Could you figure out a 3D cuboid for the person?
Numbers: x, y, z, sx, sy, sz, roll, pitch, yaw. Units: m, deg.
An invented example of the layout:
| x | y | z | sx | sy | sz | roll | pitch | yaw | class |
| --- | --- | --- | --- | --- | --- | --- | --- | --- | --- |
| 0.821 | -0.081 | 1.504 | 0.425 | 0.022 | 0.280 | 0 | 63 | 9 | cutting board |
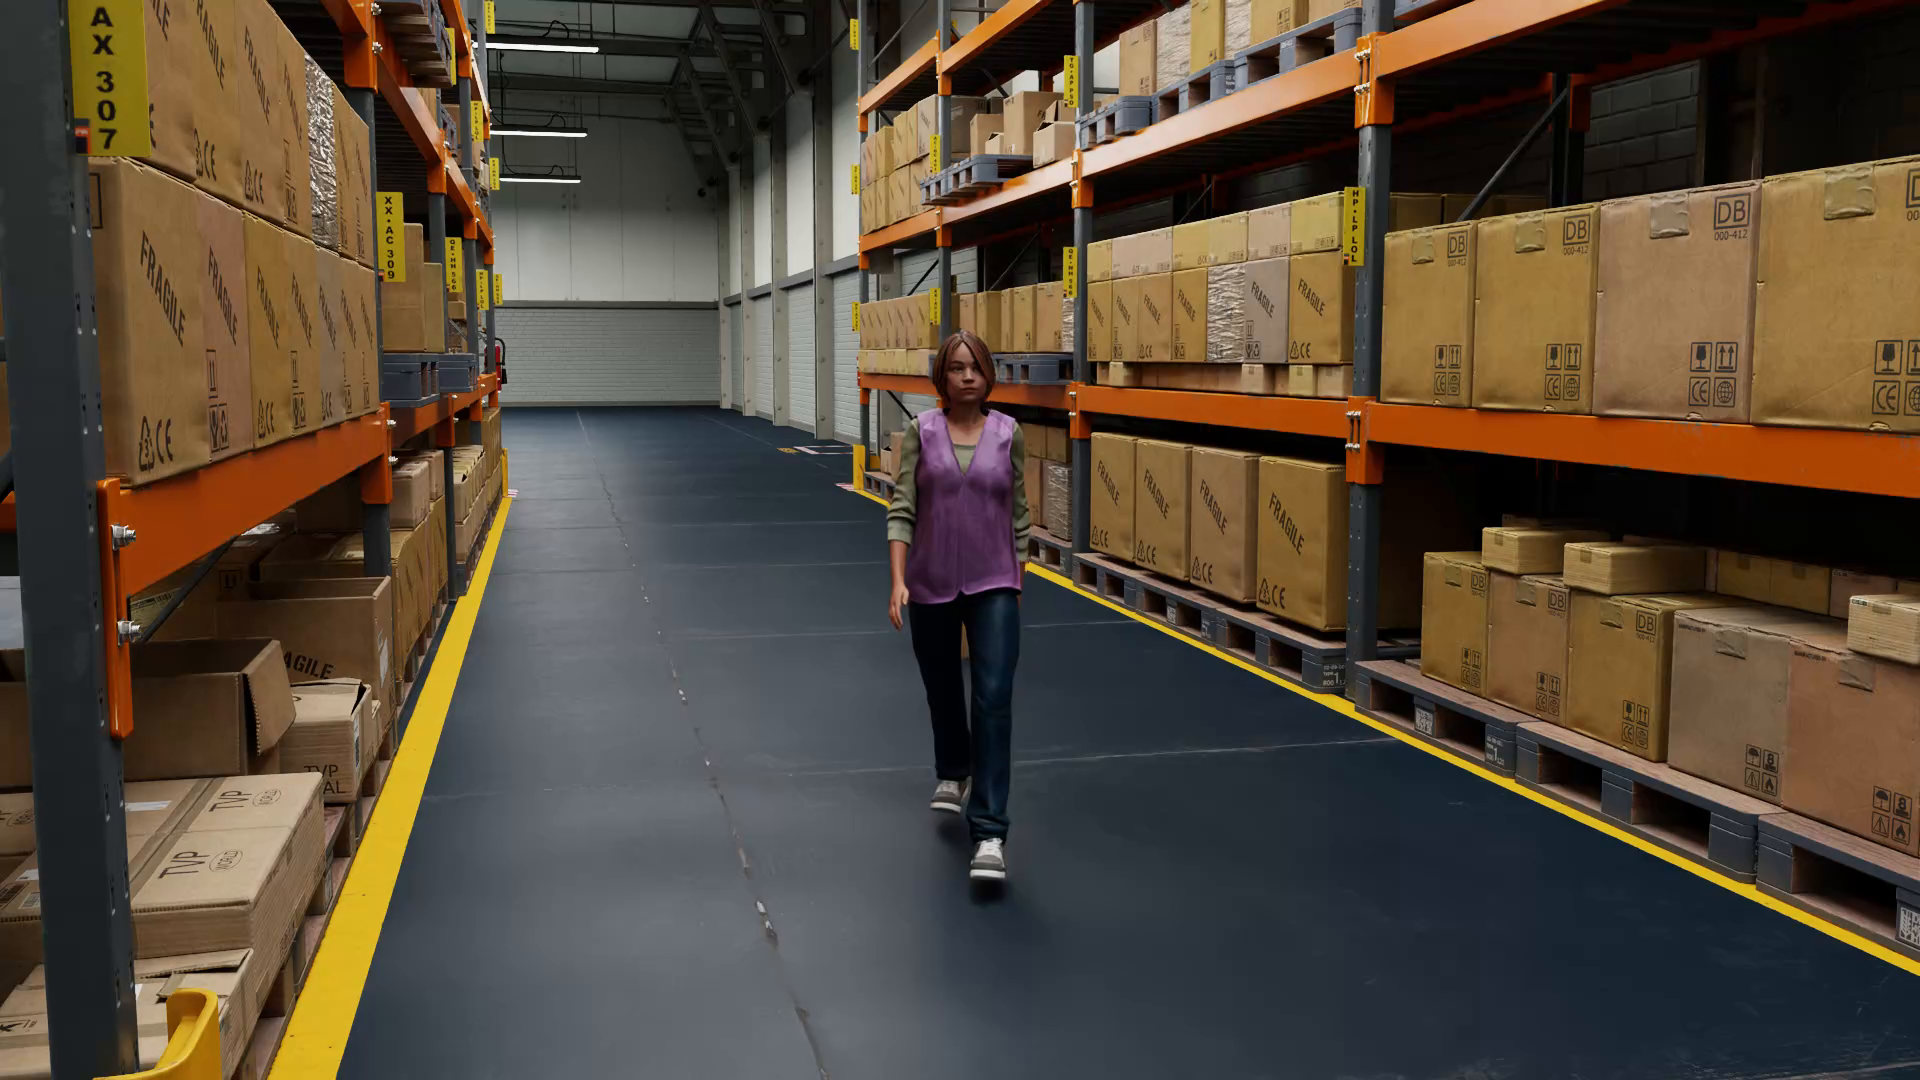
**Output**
| x | y | z | sx | sy | sz | roll | pitch | yaw | class |
| --- | --- | --- | --- | --- | --- | --- | --- | --- | --- |
| -0.004 | 0.152 | 4.945 | 0.427 | 1.541 | 0.925 | 0 | 6 | 3 | person |
